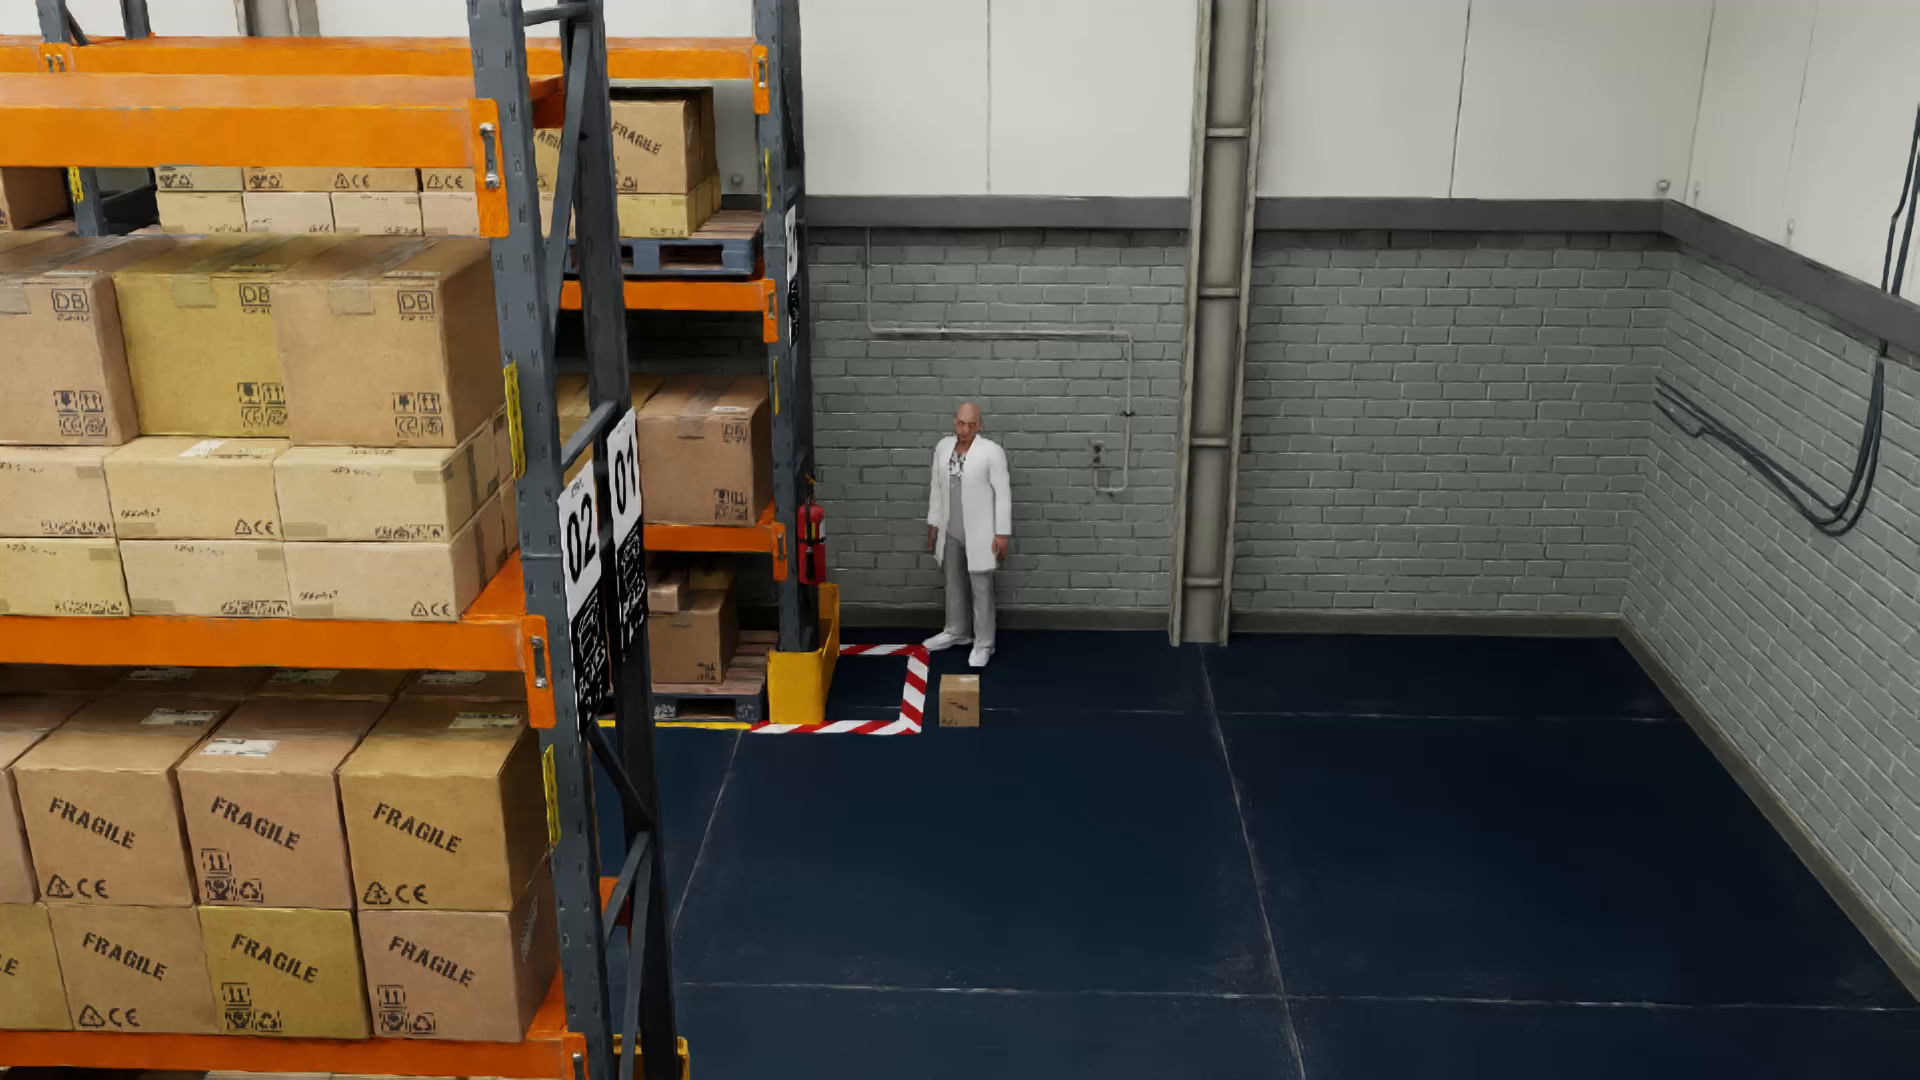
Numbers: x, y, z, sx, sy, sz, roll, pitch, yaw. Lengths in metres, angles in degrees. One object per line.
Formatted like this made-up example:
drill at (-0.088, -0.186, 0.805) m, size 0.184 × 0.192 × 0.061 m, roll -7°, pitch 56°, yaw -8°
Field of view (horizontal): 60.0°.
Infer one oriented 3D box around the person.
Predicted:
person at (0.052, -0.050, 11.150) m, size 0.644 × 1.786 × 0.415 m, roll 14°, pitch 24°, yaw 32°
